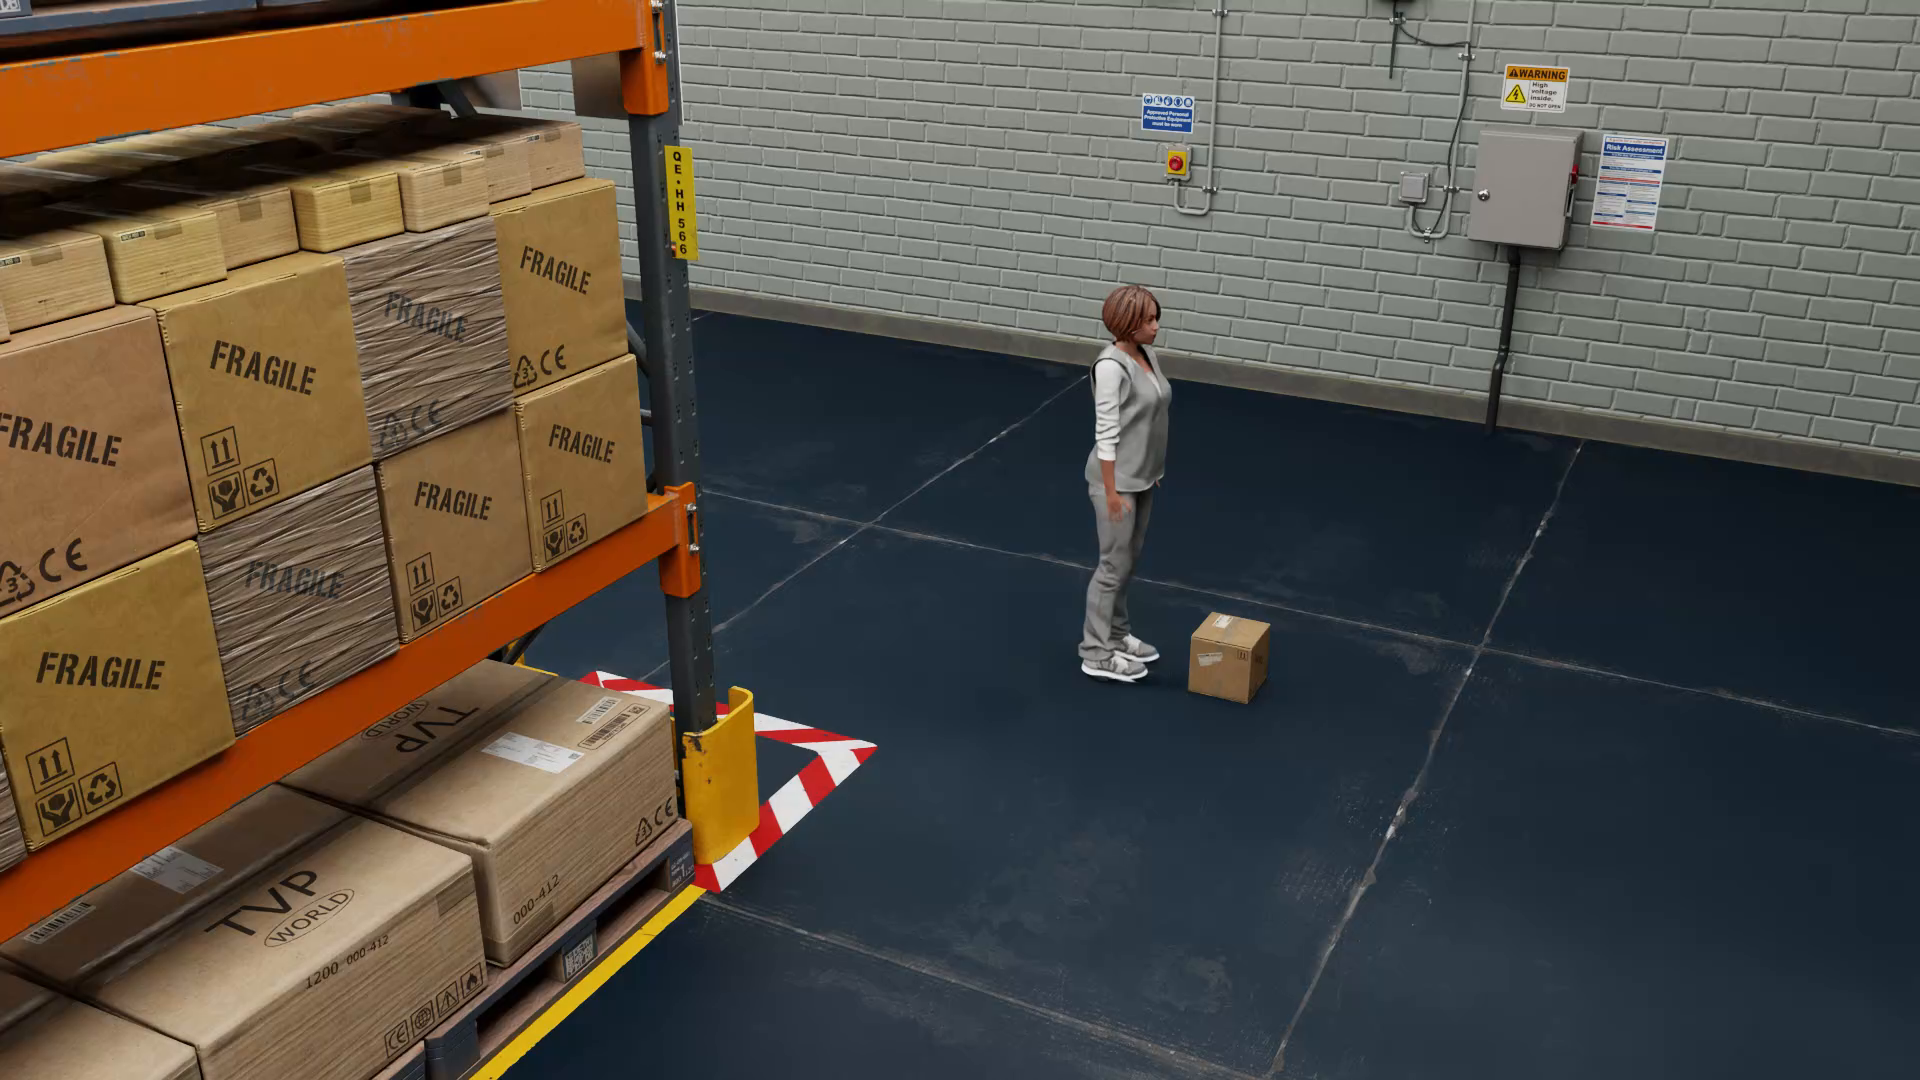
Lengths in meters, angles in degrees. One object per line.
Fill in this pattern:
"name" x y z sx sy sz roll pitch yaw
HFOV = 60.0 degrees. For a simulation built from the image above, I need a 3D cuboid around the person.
"person" 0.671 -0.232 6.649 0.322 1.603 0.425 12 26 27
